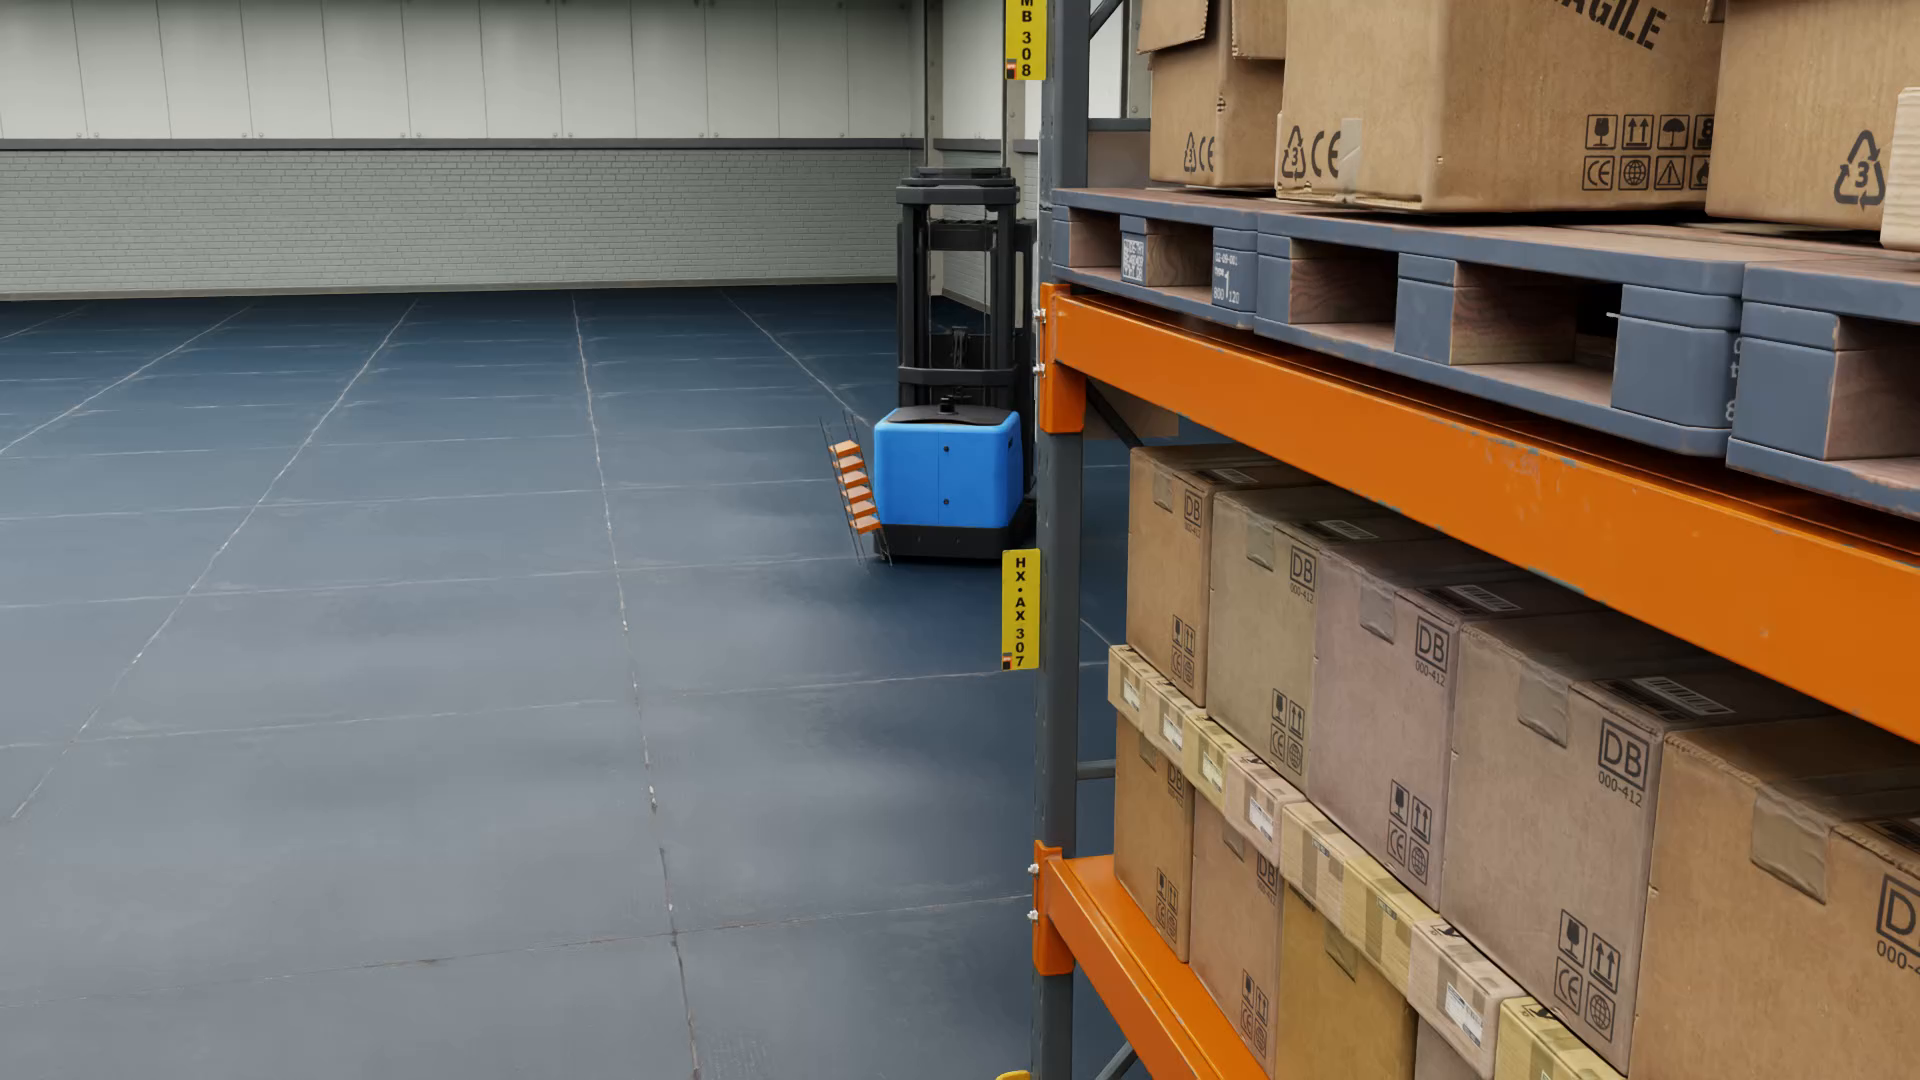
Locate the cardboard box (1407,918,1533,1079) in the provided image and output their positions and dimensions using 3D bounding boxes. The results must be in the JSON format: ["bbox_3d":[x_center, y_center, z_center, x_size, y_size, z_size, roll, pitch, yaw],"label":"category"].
[{"bbox_3d":[0.944,0.706,2.638,0.380,0.149,0.250,-3,14,-13],"label":"cardboard box"}]

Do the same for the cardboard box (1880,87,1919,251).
[{"bbox_3d":[1.091,-0.334,1.505,0.380,0.149,0.250,-3,14,-13],"label":"cardboard box"}]

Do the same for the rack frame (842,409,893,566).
[{"bbox_3d":[-0.688,-0.385,12.354,0.006,1.200,0.240,-19,19,-15],"label":"rack frame"}]

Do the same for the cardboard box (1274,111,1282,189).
[{"bbox_3d":[0.806,-0.713,3.054,0.380,0.149,0.250,-3,14,-13],"label":"cardboard box"}]

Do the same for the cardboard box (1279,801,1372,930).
[{"bbox_3d":[0.828,0.590,3.115,0.380,0.149,0.250,-4,14,-15],"label":"cardboard box"}]

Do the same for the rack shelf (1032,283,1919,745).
[{"bbox_3d":[1.170,-0.033,2.439,1.077,0.370,4.000,-3,14,-13],"label":"rack shelf"}]

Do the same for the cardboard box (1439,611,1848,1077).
[{"bbox_3d":[1.176,0.408,2.494,0.700,0.500,0.500,-3,14,-13],"label":"cardboard box"}]

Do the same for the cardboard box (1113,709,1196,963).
[{"bbox_3d":[0.798,0.673,4.142,0.700,0.500,0.500,-3,14,-13],"label":"cardboard box"}]

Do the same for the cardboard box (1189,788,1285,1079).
[{"bbox_3d":[0.926,0.794,3.647,0.700,0.500,0.500,-3,14,-12],"label":"cardboard box"}]

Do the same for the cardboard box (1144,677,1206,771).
[{"bbox_3d":[0.648,0.413,3.841,0.380,0.149,0.250,-4,14,-15],"label":"cardboard box"}]

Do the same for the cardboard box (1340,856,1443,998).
[{"bbox_3d":[0.888,0.649,2.874,0.380,0.149,0.250,-3,14,-14],"label":"cardboard box"}]

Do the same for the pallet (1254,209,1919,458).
[{"bbox_3d":[1.132,-0.355,2.424,1.003,0.211,1.213,-3,14,-13],"label":"pallet"}]

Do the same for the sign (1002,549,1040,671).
[{"bbox_3d":[0.160,0.184,4.365,0.100,0.325,0.005,-3,14,-13],"label":"sign"}]

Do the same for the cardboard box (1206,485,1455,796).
[{"bbox_3d":[0.939,0.176,3.443,0.700,0.500,0.500,-4,14,-15],"label":"cardboard box"}]

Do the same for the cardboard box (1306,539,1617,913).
[{"bbox_3d":[1.058,0.292,2.967,0.700,0.500,0.500,-3,14,-13],"label":"cardboard box"}]

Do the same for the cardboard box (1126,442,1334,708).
[{"bbox_3d":[0.810,0.055,3.938,0.700,0.500,0.500,-3,14,-13],"label":"cardboard box"}]

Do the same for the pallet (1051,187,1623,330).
[{"bbox_3d":[0.842,-0.637,3.579,1.003,0.211,1.213,-3,14,-13],"label":"pallet"}]

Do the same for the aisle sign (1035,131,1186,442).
[{"bbox_3d":[0.388,-0.648,4.281,0.394,0.787,0.004,-3,14,-13],"label":"aisle sign"}]

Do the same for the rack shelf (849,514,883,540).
[{"bbox_3d":[-0.704,-0.094,12.419,0.180,0.103,0.258,-19,19,-15],"label":"rack shelf"}]

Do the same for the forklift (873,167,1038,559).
[{"bbox_3d":[0.077,-1.580,13.719,1.130,2.935,3.031,2,14,9],"label":"forklift"}]

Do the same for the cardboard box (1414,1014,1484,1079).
[{"bbox_3d":[1.164,1.030,2.681,0.700,0.500,0.500,-3,14,-11],"label":"cardboard box"}]

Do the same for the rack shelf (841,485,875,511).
[{"bbox_3d":[-0.760,-0.315,12.344,0.180,0.103,0.258,-19,19,-15],"label":"rack shelf"}]

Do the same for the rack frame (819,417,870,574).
[{"bbox_3d":[-0.854,-0.326,12.307,0.006,1.200,0.240,-19,19,-15],"label":"rack frame"}]

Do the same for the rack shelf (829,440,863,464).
[{"bbox_3d":[-0.846,-0.646,12.232,0.180,0.103,0.258,-19,19,-15],"label":"rack shelf"}]

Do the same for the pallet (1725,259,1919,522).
[{"bbox_3d":[1.415,-0.074,1.275,1.003,0.211,1.213,-3,14,-13],"label":"pallet"}]

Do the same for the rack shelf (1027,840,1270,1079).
[{"bbox_3d":[1.170,1.424,2.795,1.077,0.370,4.000,-3,14,-13],"label":"rack shelf"}]

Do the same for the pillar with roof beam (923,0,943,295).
[{"bbox_3d":[-4.710,-9.146,31.901,9.100,9.000,0.400,-3,14,-13],"label":"pillar with roof beam"}]

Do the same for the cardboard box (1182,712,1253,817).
[{"bbox_3d":[0.705,0.470,3.605,0.380,0.149,0.250,-3,14,-13],"label":"cardboard box"}]

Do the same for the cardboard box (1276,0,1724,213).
[{"bbox_3d":[0.825,-0.766,2.533,0.500,0.500,0.500,-3,14,-13],"label":"cardboard box"}]

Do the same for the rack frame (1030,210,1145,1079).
[{"bbox_3d":[0.701,0.613,4.598,1.000,3.000,0.127,-3,14,-13],"label":"rack frame"}]

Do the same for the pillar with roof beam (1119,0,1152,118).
[{"bbox_3d":[-1.892,-6.378,20.570,9.100,9.000,0.400,-3,14,-13],"label":"pillar with roof beam"}]

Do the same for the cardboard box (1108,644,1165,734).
[{"bbox_3d":[0.584,0.352,4.089,0.380,0.149,0.250,-3,14,-14],"label":"cardboard box"}]

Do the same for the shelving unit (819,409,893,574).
[{"bbox_3d":[-0.771,-0.356,12.331,0.189,1.200,0.258,-19,19,-15],"label":"shelving unit"}]

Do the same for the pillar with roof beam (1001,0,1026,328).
[{"bbox_3d":[-3.301,-7.762,26.236,9.100,9.000,0.400,-3,14,-13],"label":"pillar with roof beam"}]

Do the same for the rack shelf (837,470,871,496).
[{"bbox_3d":[-0.789,-0.425,12.307,0.180,0.103,0.258,-19,19,-15],"label":"rack shelf"}]

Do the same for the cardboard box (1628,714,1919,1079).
[{"bbox_3d":[1.293,0.523,2.022,0.700,0.500,0.500,-3,14,-13],"label":"cardboard box"}]

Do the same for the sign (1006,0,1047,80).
[{"bbox_3d":[0.160,-1.278,4.008,0.100,0.325,0.005,-3,14,-13],"label":"sign"}]

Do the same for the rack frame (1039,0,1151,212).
[{"bbox_3d":[0.701,-2.301,3.886,1.000,3.000,0.127,-3,14,-13],"label":"rack frame"}]

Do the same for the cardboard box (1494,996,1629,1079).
[{"bbox_3d":[1.006,0.767,2.389,0.380,0.149,0.250,-3,14,-11],"label":"cardboard box"}]

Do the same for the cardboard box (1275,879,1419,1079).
[{"bbox_3d":[1.037,0.909,3.177,0.700,0.500,0.500,-3,14,-13],"label":"cardboard box"}]

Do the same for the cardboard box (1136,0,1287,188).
[{"bbox_3d":[0.832,-1.034,3.619,0.797,0.503,0.637,-2,14,-9],"label":"cardboard box"}]

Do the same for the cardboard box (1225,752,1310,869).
[{"bbox_3d":[0.763,0.529,3.366,0.380,0.149,0.250,-4,14,-14],"label":"cardboard box"}]

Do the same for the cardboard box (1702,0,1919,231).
[{"bbox_3d":[1.376,-0.630,1.970,0.797,0.503,0.637,-2,14,-7],"label":"cardboard box"}]

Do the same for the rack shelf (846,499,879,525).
[{"bbox_3d":[-0.732,-0.204,12.382,0.180,0.103,0.258,-19,19,-15],"label":"rack shelf"}]

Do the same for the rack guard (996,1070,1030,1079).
[{"bbox_3d":[0.695,1.822,4.917,1.175,0.500,0.348,-3,14,-13],"label":"rack guard"}]

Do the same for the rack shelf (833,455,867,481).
[{"bbox_3d":[-0.817,-0.536,12.270,0.180,0.103,0.258,-19,19,-15],"label":"rack shelf"}]
